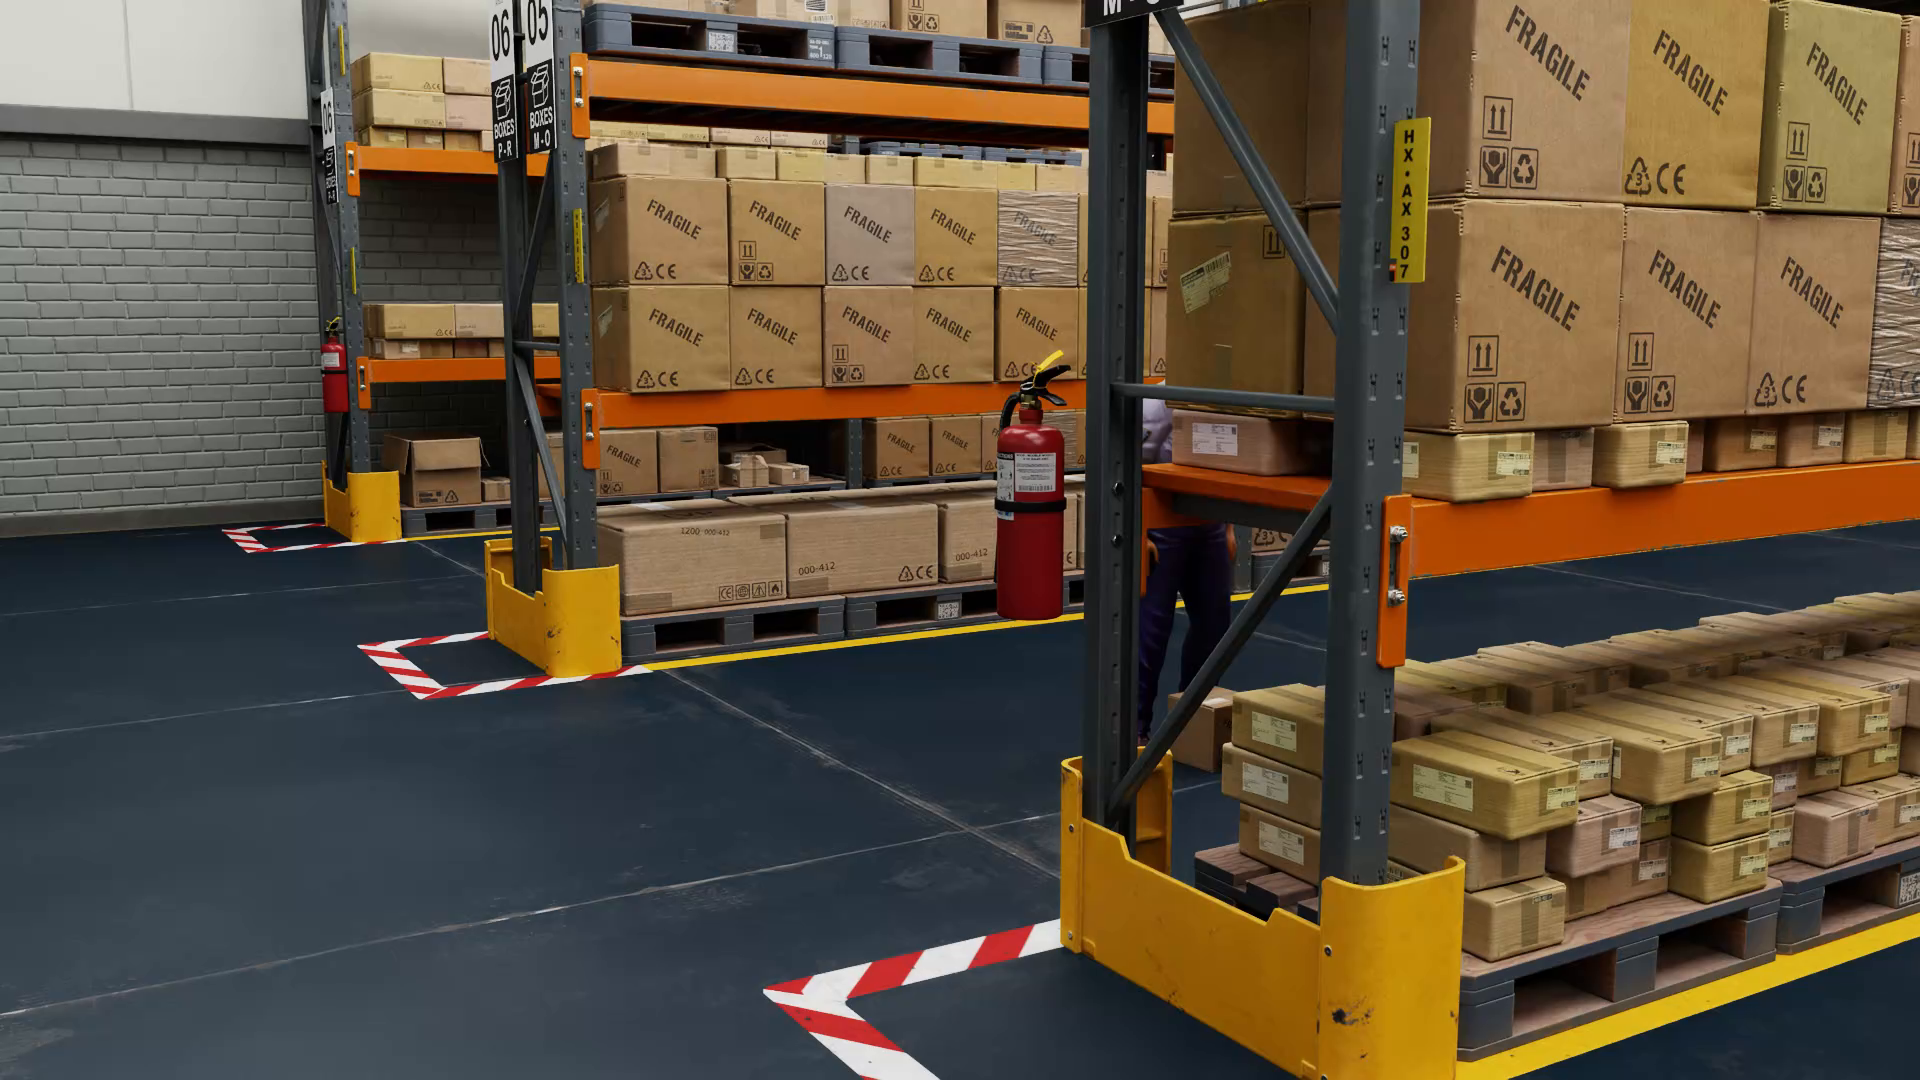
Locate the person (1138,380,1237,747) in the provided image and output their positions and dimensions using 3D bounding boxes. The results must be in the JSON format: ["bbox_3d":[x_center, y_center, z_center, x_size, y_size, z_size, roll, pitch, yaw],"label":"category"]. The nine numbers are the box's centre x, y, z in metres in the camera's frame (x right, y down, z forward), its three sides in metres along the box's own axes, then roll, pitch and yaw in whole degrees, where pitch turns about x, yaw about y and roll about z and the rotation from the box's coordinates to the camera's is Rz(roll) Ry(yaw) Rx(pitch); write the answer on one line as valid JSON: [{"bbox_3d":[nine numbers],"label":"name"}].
[{"bbox_3d":[0.853,-0.004,6.381,0.564,1.652,0.423,-6,10,-34],"label":"person"}]
